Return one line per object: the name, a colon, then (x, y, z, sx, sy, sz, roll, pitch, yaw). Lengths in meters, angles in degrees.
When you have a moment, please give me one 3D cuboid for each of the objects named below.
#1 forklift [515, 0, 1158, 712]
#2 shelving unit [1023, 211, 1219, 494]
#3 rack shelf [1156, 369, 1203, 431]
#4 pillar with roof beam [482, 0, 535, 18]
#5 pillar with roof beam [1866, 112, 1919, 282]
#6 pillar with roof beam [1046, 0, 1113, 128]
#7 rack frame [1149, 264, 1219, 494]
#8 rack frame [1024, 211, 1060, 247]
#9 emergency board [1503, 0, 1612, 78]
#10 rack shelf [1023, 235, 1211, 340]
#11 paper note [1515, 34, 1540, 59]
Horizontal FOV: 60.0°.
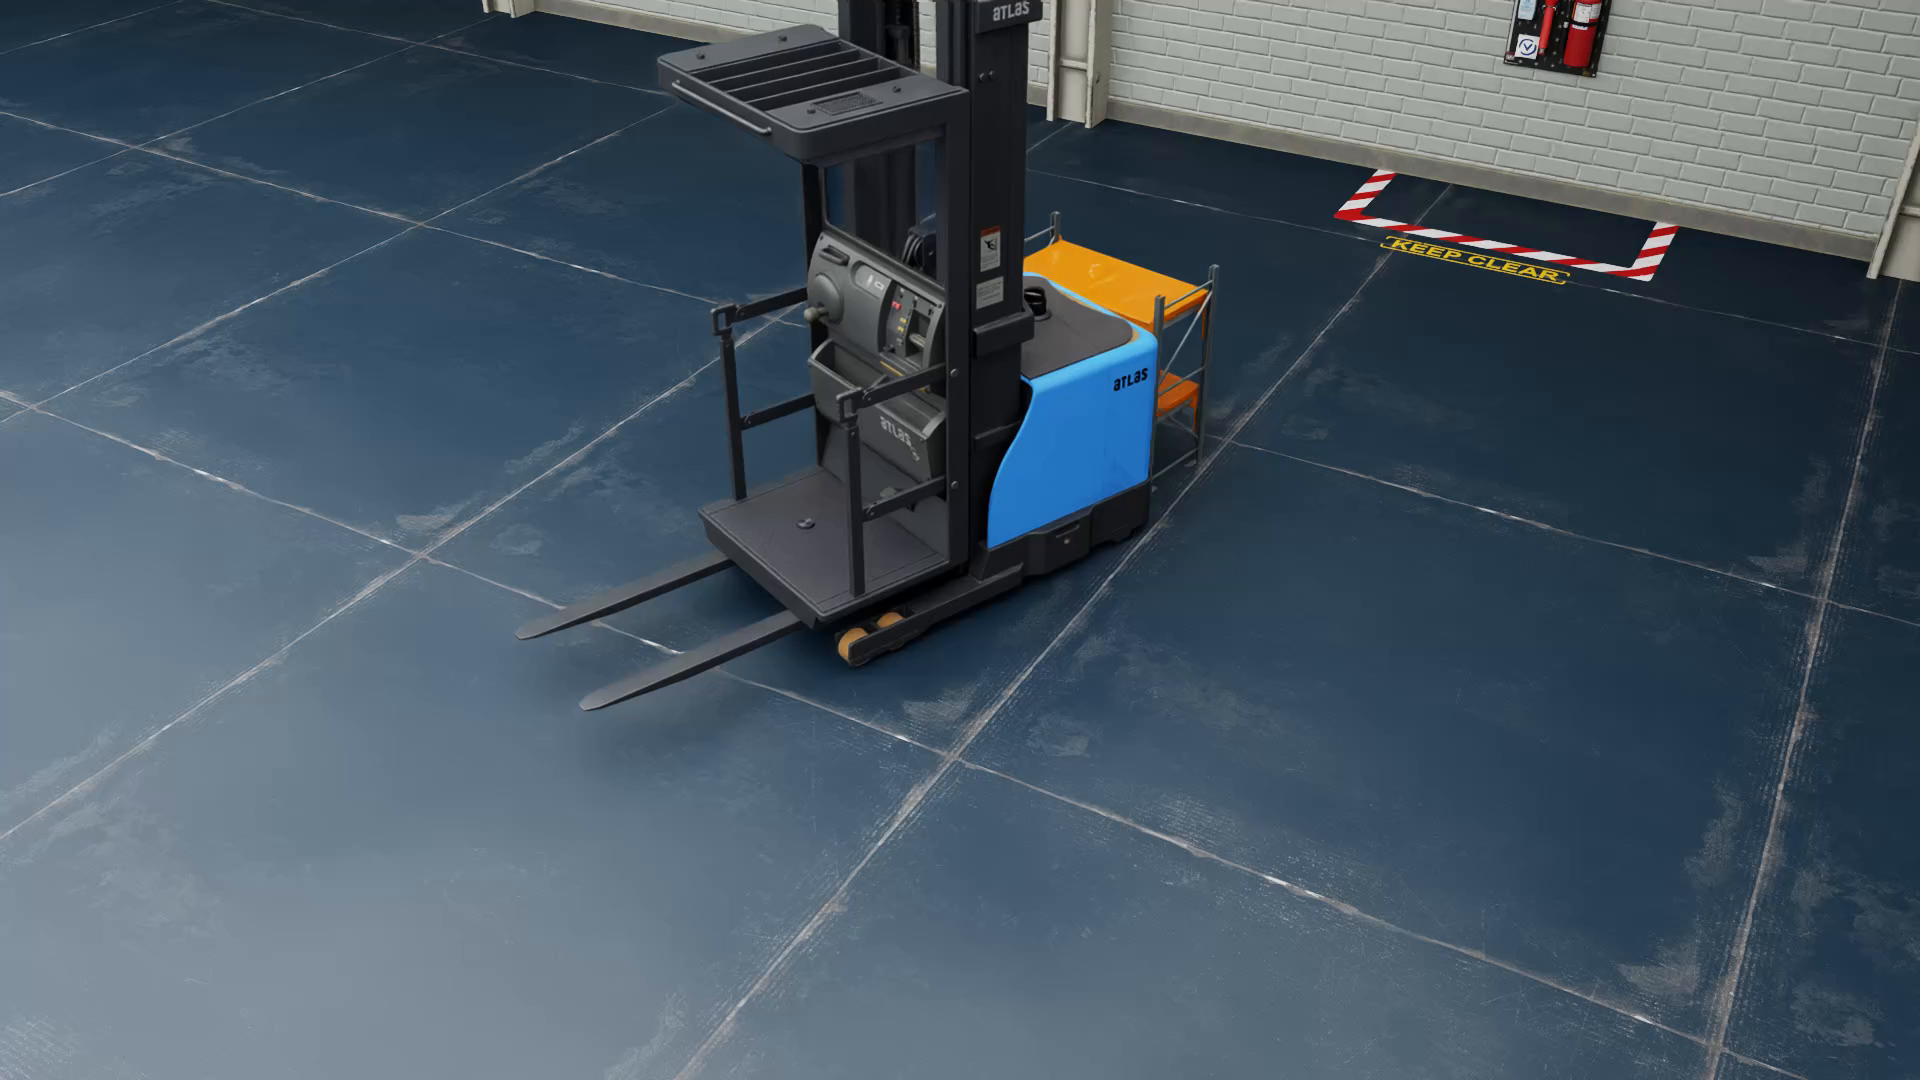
forklift: (-0.537, -0.992, 7.096, 3.031, 2.935, 1.130, -23, 40, -30)
shelving unit: (0.735, -0.985, 8.713, 1.048, 1.125, 0.538, 26, 42, 34)
rack shelf: (0.735, -0.781, 8.849, 1.000, 0.278, 0.538, 26, 42, 34)
pillar with roof beam: (-6.408, -6.703, 10.198, 0.400, 9.000, 9.100, 18, 37, 24)
pillar with roof beam: (4.010, -3.403, 5.242, 0.400, 9.000, 9.100, 18, 37, 24)
pillar with roof beam: (-1.199, -5.053, 7.720, 0.400, 9.000, 9.100, 18, 37, 24)
rack frame: (1.113, -0.797, 8.431, 0.032, 1.125, 0.500, 26, 42, 34)
rack frame: (0.356, -1.173, 8.995, 0.032, 1.125, 0.500, 26, 42, 34)
emergency board: (4.020, -3.676, 11.064, 0.643, 1.169, 0.194, 18, 37, 24)
rack shelf: (0.734, -1.228, 8.551, 1.000, 0.278, 0.538, 26, 42, 34)
paper note: (3.900, -3.391, 11.431, 0.142, 0.148, 0.016, 18, 37, 24)
